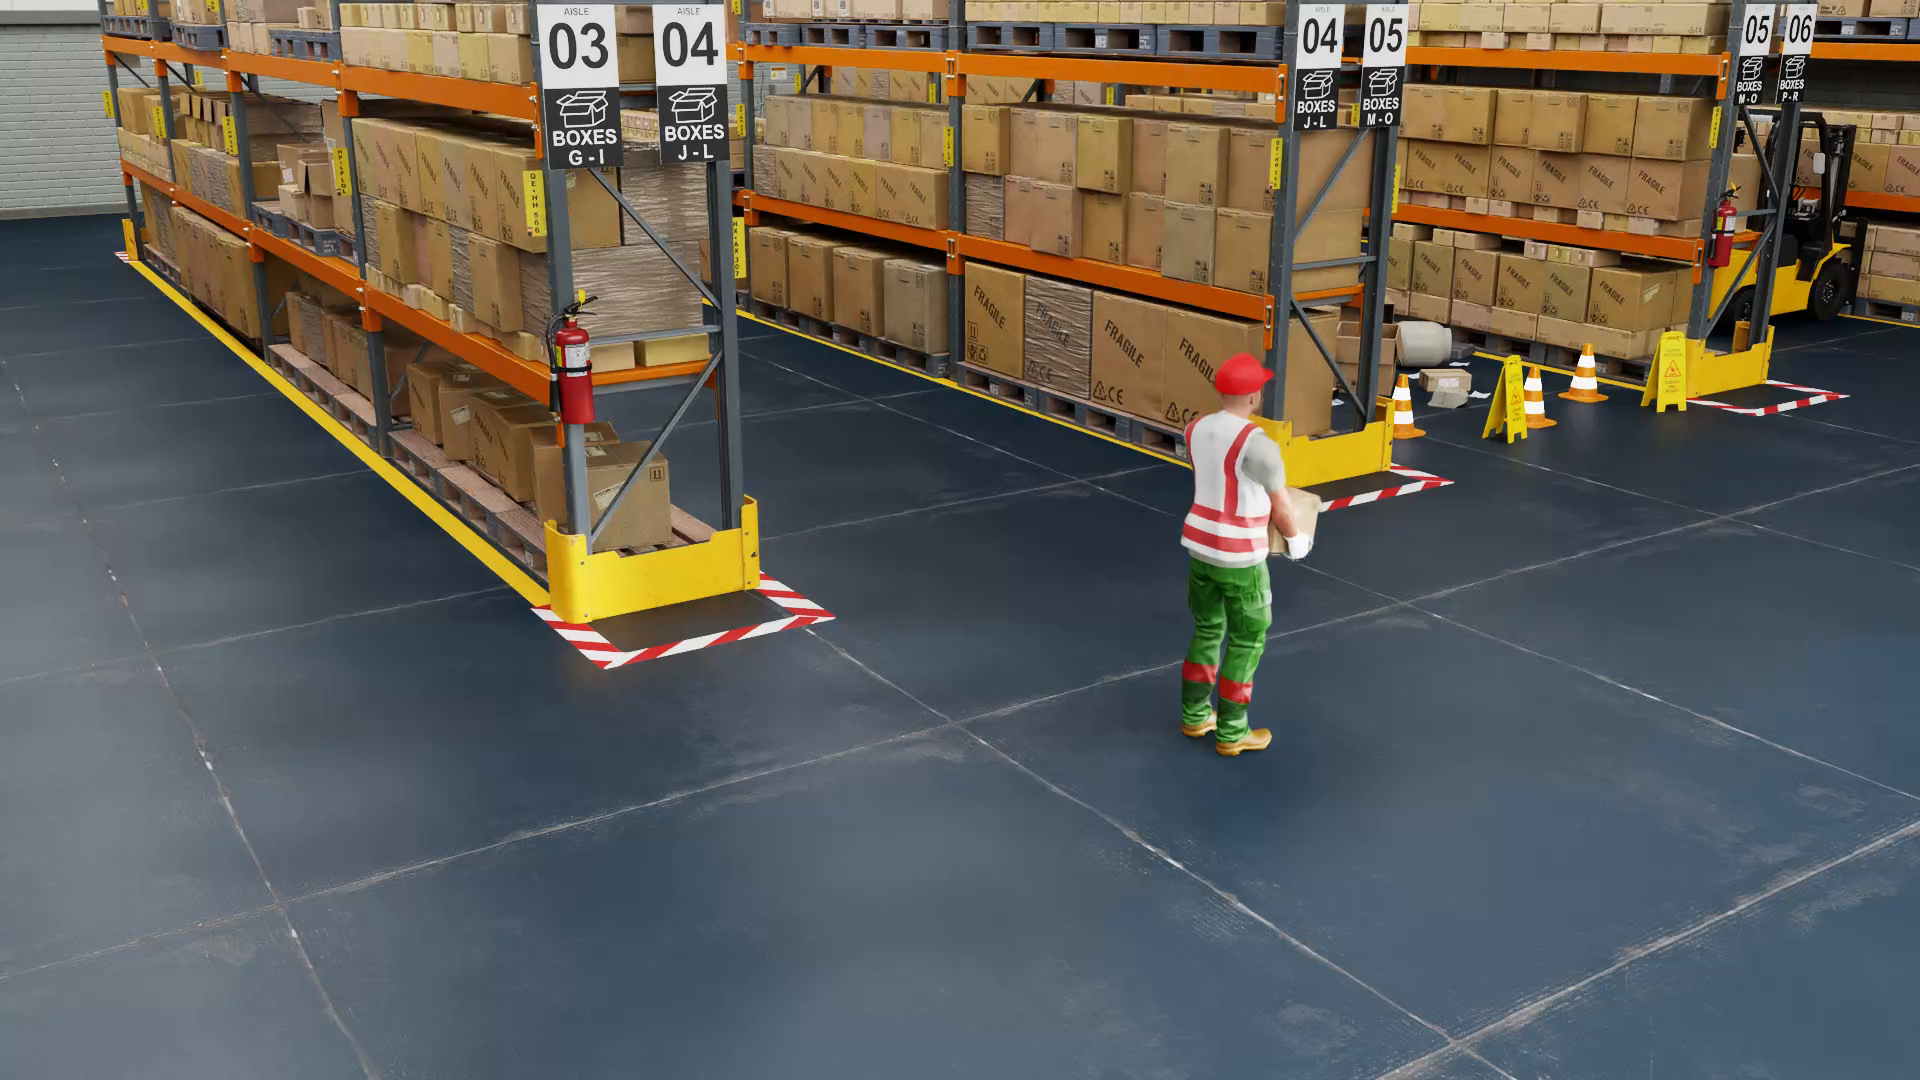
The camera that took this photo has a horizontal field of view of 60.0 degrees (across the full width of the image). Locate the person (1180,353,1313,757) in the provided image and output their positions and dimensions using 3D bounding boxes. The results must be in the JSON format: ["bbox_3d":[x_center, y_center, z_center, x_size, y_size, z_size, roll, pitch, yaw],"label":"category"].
[{"bbox_3d":[1.258,0.042,7.384,0.553,1.787,0.495,-12,21,-32],"label":"person"}]
